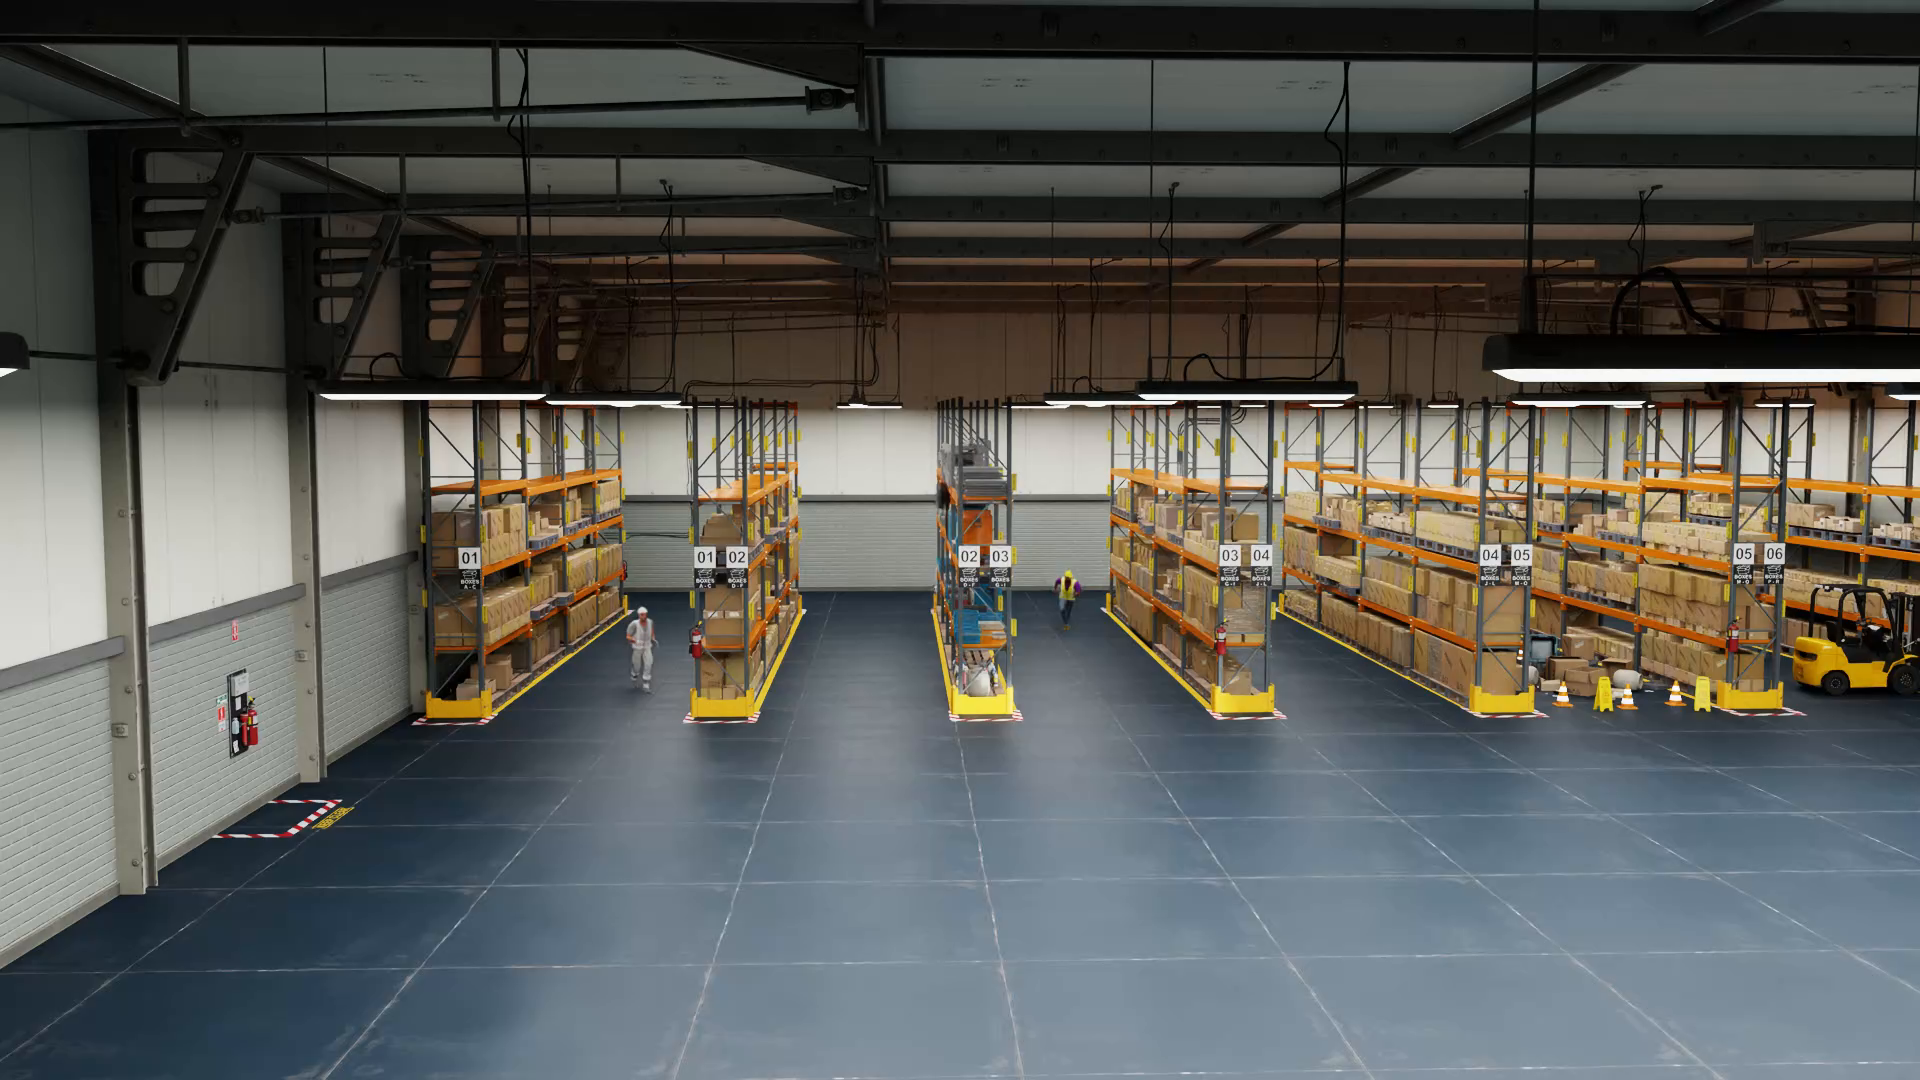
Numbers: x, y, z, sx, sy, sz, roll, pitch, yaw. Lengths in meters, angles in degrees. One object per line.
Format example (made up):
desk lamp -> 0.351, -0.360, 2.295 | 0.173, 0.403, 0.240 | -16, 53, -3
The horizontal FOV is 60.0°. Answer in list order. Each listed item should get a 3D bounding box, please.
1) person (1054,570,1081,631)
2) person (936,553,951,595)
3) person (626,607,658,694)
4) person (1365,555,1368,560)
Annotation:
person -> 2.811, 1.554, 43.497 | 0.733, 1.588, 1.095 | 0, 4, 5
person -> -0.244, 0.970, 50.469 | 0.992, 1.793, 0.744 | 1, 4, 8
person -> -6.512, 2.223, 33.971 | 0.679, 1.754, 0.959 | -2, 5, -26
person -> 11.477, 1.259, 47.003 | 0.573, 1.646, 0.915 | -1, 5, -17
